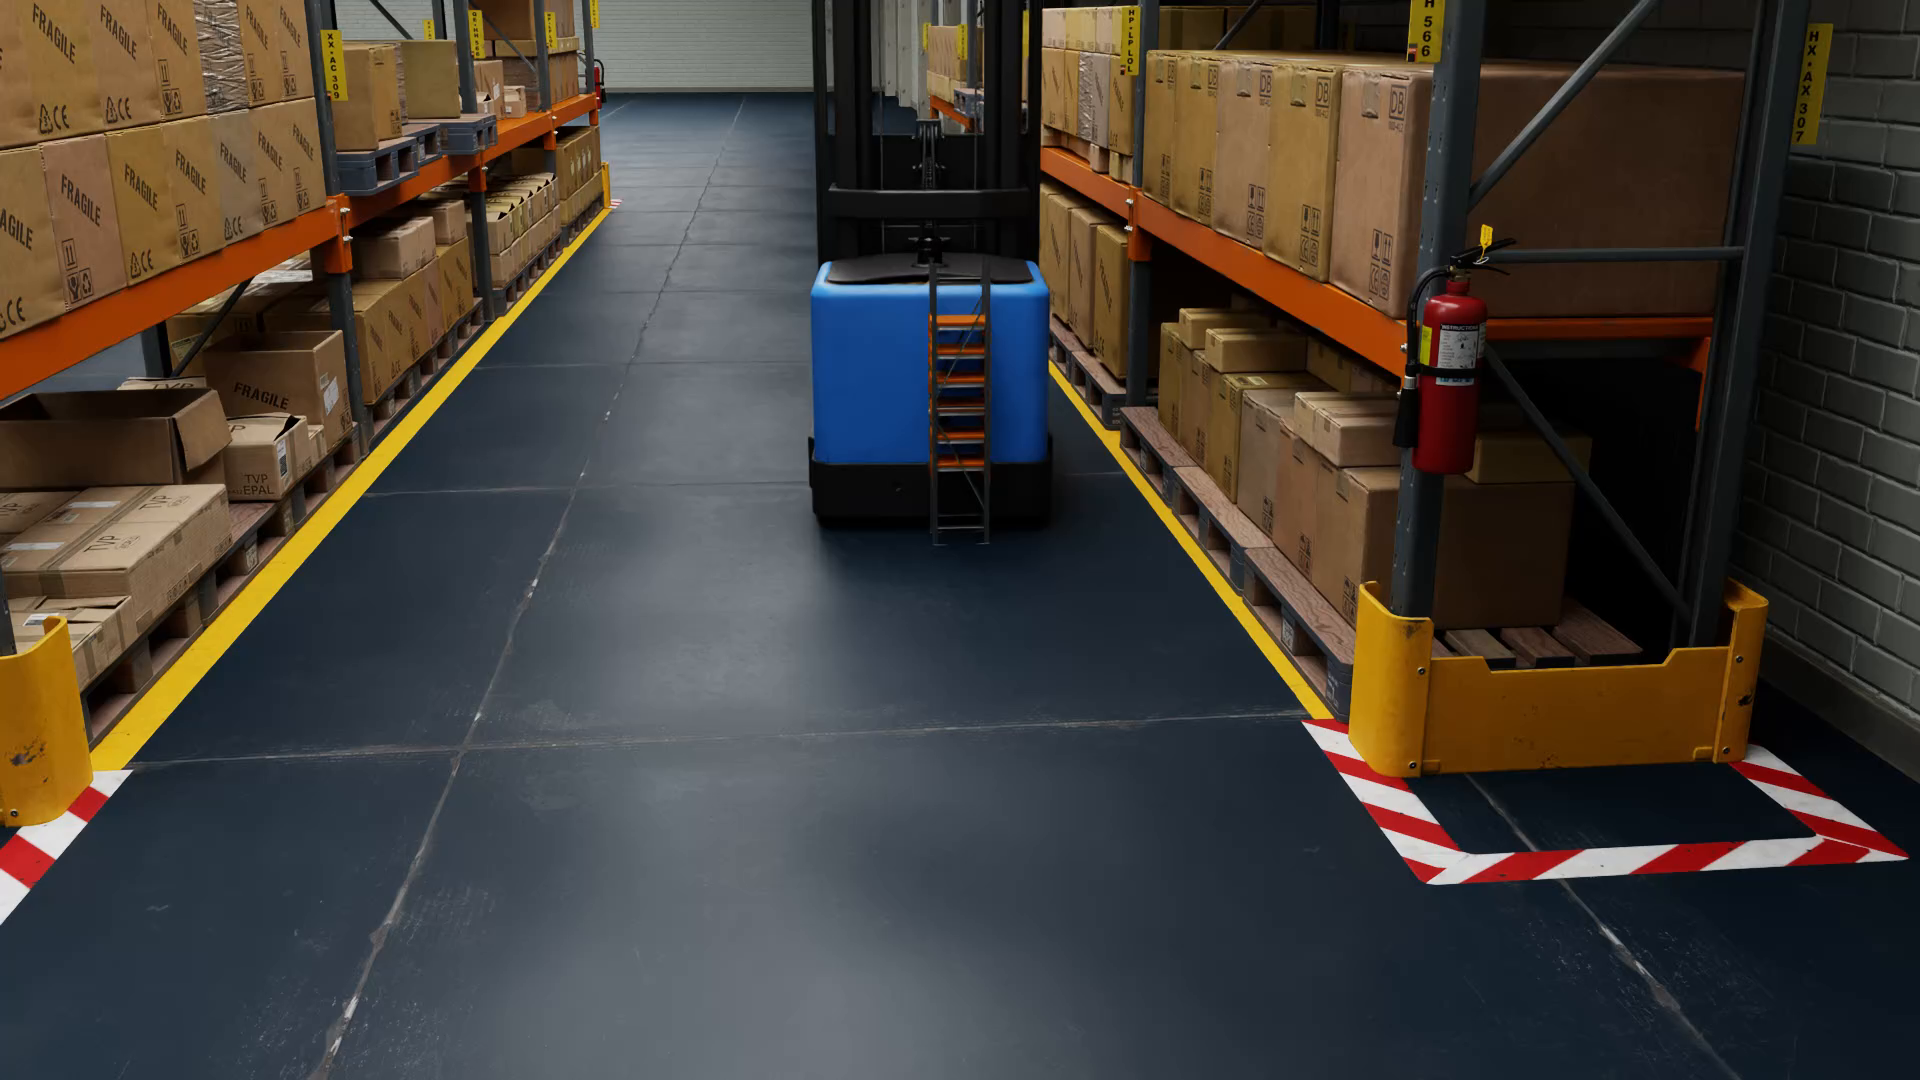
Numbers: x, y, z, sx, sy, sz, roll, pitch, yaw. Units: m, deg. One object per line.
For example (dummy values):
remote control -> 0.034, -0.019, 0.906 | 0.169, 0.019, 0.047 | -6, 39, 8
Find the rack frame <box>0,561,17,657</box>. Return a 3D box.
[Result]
rack frame -> -3.123, -0.646, 4.227 | 1.000, 3.000, 0.127 | -2, 18, -6

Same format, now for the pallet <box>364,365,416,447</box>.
pallet -> -3.657, -0.748, 9.209 | 1.003, 0.211, 1.213 | -2, 18, -6

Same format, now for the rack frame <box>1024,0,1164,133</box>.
rack frame -> 0.979, -3.184, 12.310 | 1.000, 3.000, 0.127 | -2, 18, -6

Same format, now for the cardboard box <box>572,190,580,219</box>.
cardboard box -> -4.154, -3.406, 16.909 | 0.500, 0.250, 0.500 | -2, 18, -6

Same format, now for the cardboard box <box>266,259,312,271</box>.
cardboard box -> -4.020, -1.442, 10.200 | 0.500, 0.500, 0.500 | -2, 18, -8

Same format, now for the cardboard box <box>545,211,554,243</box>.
cardboard box -> -3.979, -2.844, 15.118 | 0.500, 0.250, 0.500 | -2, 18, -6

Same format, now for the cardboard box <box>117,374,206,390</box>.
cardboard box -> -3.708, -0.633, 7.940 | 0.500, 0.311, 0.500 | -2, 18, -6

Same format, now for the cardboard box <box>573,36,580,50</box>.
cardboard box -> -4.544, -5.662, 18.955 | 0.380, 0.149, 0.250 | -2, 18, -7

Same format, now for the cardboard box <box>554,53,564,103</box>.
cardboard box -> -4.576, -4.860, 17.482 | 0.700, 0.500, 0.500 | -1, 17, -4

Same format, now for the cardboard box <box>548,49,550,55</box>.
cardboard box -> -4.279, -4.894, 16.508 | 0.380, 0.149, 0.250 | -2, 18, -6

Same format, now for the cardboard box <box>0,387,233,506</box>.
cardboard box -> -3.337, -0.297, 6.548 | 0.797, 0.503, 0.637 | -2, 18, -6

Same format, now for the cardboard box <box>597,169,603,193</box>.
cardboard box -> -4.424, -4.151, 19.280 | 0.500, 0.250, 0.500 | -2, 18, -6

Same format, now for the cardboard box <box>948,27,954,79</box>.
cardboard box -> 0.152, -4.951, 16.904 | 0.500, 0.500, 0.500 | -2, 18, -6

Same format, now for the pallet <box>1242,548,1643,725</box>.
pallet -> 1.643, 0.295, 5.886 | 1.003, 0.211, 1.213 | -2, 18, -6

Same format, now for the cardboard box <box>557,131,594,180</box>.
cardboard box -> -4.304, -4.211, 18.220 | 0.500, 0.500, 0.500 | -2, 18, -6

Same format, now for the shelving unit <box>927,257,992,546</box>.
shelving unit -> -0.002, -0.576, 7.008 | 0.258, 1.200, 0.189 | -1, 17, -4

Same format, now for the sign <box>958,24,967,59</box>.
sign -> 0.027, -4.769, 15.915 | 0.100, 0.325, 0.005 | -2, 18, -6

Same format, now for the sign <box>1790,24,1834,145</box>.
sign -> 2.356, -1.266, 4.625 | 0.100, 0.325, 0.005 | -2, 18, -6

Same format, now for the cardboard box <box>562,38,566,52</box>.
cardboard box -> -4.409, -5.276, 17.726 | 0.380, 0.149, 0.250 | -1, 17, -4

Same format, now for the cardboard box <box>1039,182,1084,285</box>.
cardboard box -> 0.924, -2.135, 11.858 | 0.750, 0.750, 0.750 | -2, 18, -6

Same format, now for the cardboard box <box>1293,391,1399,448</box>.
cardboard box -> 1.410, -0.432, 5.933 | 0.380, 0.149, 0.250 | -1, 17, -4

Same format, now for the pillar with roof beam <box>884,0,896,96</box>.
pillar with roof beam -> -6.290, -17.052, 46.470 | 9.100, 9.000, 0.400 | -2, 18, -6

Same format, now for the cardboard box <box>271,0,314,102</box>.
cardboard box -> -3.226, -2.220, 7.404 | 0.500, 0.500, 0.500 | -2, 18, -5

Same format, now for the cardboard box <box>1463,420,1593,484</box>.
cardboard box -> 1.844, -0.292, 5.488 | 0.380, 0.149, 0.250 | -2, 18, -5

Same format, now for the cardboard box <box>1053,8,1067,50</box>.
cardboard box -> 0.881, -3.288, 10.695 | 0.500, 0.250, 0.500 | -2, 18, -5

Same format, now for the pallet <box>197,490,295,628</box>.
pallet -> -3.337, 0.062, 6.628 | 1.003, 0.211, 1.213 | -2, 18, -6

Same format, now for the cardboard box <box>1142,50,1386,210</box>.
cardboard box -> 1.431, -1.973, 7.952 | 0.980, 0.700, 0.700 | -2, 17, -5

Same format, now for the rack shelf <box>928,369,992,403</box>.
rack shelf -> -0.002, -0.648, 6.985 | 0.258, 0.103, 0.180 | -1, 17, -4

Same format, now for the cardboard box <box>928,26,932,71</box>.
cardboard box -> -0.096, -5.711, 19.326 | 0.500, 0.500, 0.500 | -2, 18, -6

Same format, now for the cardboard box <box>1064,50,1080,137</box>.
cardboard box -> 0.930, -2.771, 10.299 | 0.500, 0.500, 0.500 | -1, 17, -4

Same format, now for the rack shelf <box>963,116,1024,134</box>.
rack shelf -> 0.772, -3.436, 14.315 | 1.077, 0.370, 4.000 | -2, 18, -6

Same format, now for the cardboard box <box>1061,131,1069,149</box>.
cardboard box -> 0.891, -2.740, 11.282 | 0.380, 0.149, 0.250 | -2, 18, -6

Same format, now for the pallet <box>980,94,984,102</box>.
pallet -> 0.734, -3.681, 14.213 | 1.003, 0.211, 1.213 | -2, 18, -6

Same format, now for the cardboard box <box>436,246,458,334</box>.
cardboard box -> -3.565, -1.621, 10.772 | 0.500, 0.500, 0.500 | -2, 18, -8

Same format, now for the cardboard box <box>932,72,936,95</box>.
cardboard box -> -0.044, -5.196, 18.935 | 0.500, 0.250, 0.500 | -2, 18, -7

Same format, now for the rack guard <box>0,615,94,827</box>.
rack guard -> -3.131, 0.524, 4.673 | 1.175, 0.500, 0.348 | -2, 18, -6

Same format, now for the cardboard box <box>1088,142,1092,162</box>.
cardboard box -> 0.987, -2.353, 10.051 | 0.380, 0.149, 0.250 | -2, 18, -7

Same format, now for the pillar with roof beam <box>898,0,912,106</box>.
pillar with roof beam -> -5.671, -15.265, 40.776 | 9.100, 9.000, 0.400 | -2, 18, -6

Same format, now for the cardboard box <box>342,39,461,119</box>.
cardboard box -> -3.771, -3.093, 11.154 | 0.700, 0.500, 0.500 | -8, 19, -24

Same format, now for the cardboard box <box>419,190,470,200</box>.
cardboard box -> -4.406, -2.788, 14.004 | 0.500, 0.311, 0.500 | -1, 17, -4

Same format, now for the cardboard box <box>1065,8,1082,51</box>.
cardboard box -> 0.940, -3.136, 10.211 | 0.500, 0.250, 0.500 | -2, 18, -7

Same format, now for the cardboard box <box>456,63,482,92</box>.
cardboard box -> -4.138, -3.577, 13.394 | 0.500, 0.500, 0.500 | -3, 18, -9

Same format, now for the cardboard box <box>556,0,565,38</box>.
cardboard box -> -4.620, -5.618, 17.730 | 0.700, 0.500, 0.500 | -2, 18, -5

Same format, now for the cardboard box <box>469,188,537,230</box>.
cardboard box -> -3.877, -2.812, 14.079 | 0.500, 0.311, 0.500 | -2, 18, -6

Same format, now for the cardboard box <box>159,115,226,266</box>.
cardboard box -> -3.064, -1.286, 6.099 | 0.500, 0.500, 0.500 | -2, 17, -5

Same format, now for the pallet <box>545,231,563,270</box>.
pallet -> -4.246, -2.672, 15.337 | 1.003, 0.211, 1.213 | -2, 18, -6

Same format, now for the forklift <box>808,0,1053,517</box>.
forklift -> -0.161, -1.885, 8.289 | 1.130, 2.935, 3.031 | 0, 17, -1

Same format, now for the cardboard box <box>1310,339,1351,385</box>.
cardboard box -> 1.686, -0.745, 6.931 | 0.380, 0.149, 0.250 | -2, 18, -7

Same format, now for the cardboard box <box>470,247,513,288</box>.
cardboard box -> -3.710, -2.083, 12.694 | 0.500, 0.250, 0.500 | -2, 18, -6

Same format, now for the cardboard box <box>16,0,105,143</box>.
cardboard box -> -2.968, -1.467, 5.004 | 0.500, 0.500, 0.500 | -2, 18, -5

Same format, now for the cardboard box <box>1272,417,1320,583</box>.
cardboard box -> 1.580, -0.162, 6.158 | 0.700, 0.500, 0.500 | -2, 18, -6

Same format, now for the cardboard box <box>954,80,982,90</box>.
cardboard box -> 0.216, -4.445, 16.545 | 0.500, 0.250, 0.500 | -2, 18, -6

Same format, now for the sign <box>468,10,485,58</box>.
sign -> -3.409, -3.564, 11.719 | 0.100, 0.325, 0.005 | -2, 18, -6
